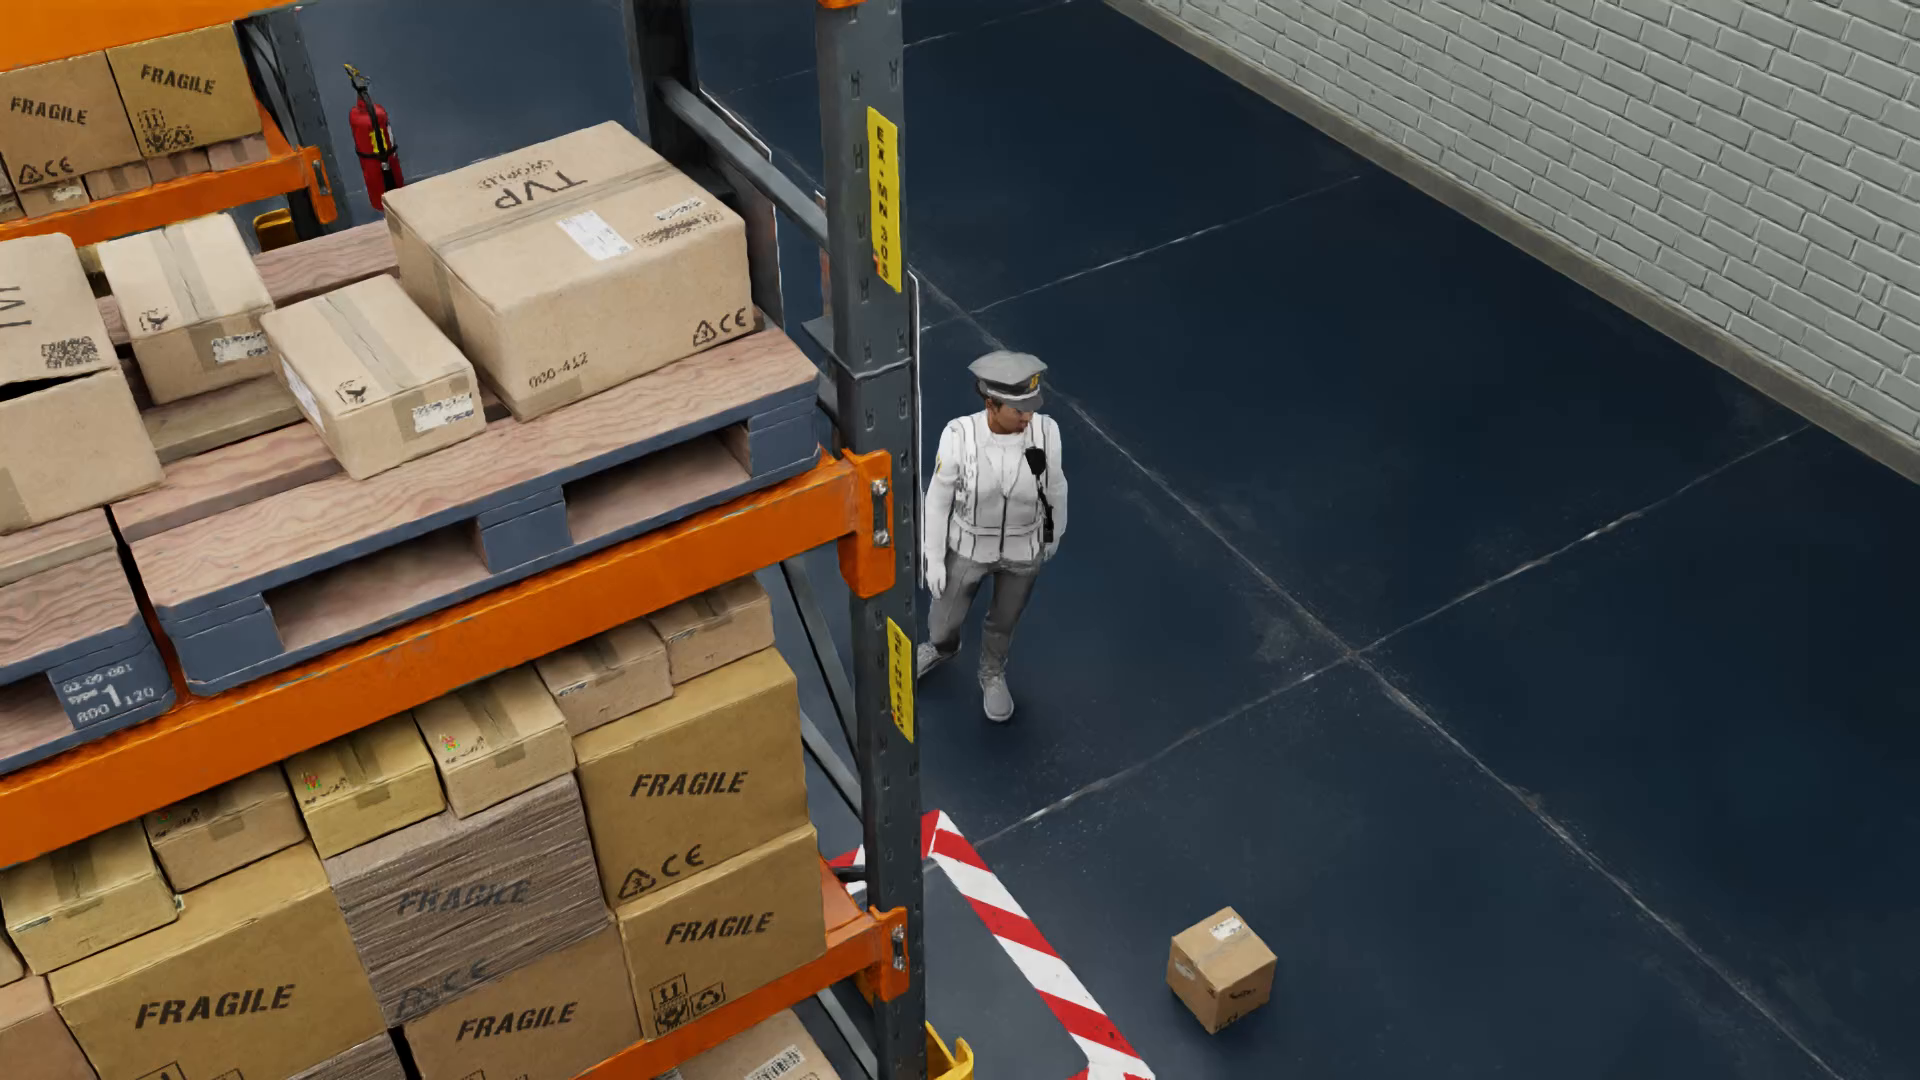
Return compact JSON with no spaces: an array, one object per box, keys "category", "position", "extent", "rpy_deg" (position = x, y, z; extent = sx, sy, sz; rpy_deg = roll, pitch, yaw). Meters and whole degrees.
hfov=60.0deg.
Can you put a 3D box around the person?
[{"category":"person","position":[0.072,-0.004,6.134],"extent":[0.648,1.659,0.437],"rpy_deg":[-3,41,-4]}]
